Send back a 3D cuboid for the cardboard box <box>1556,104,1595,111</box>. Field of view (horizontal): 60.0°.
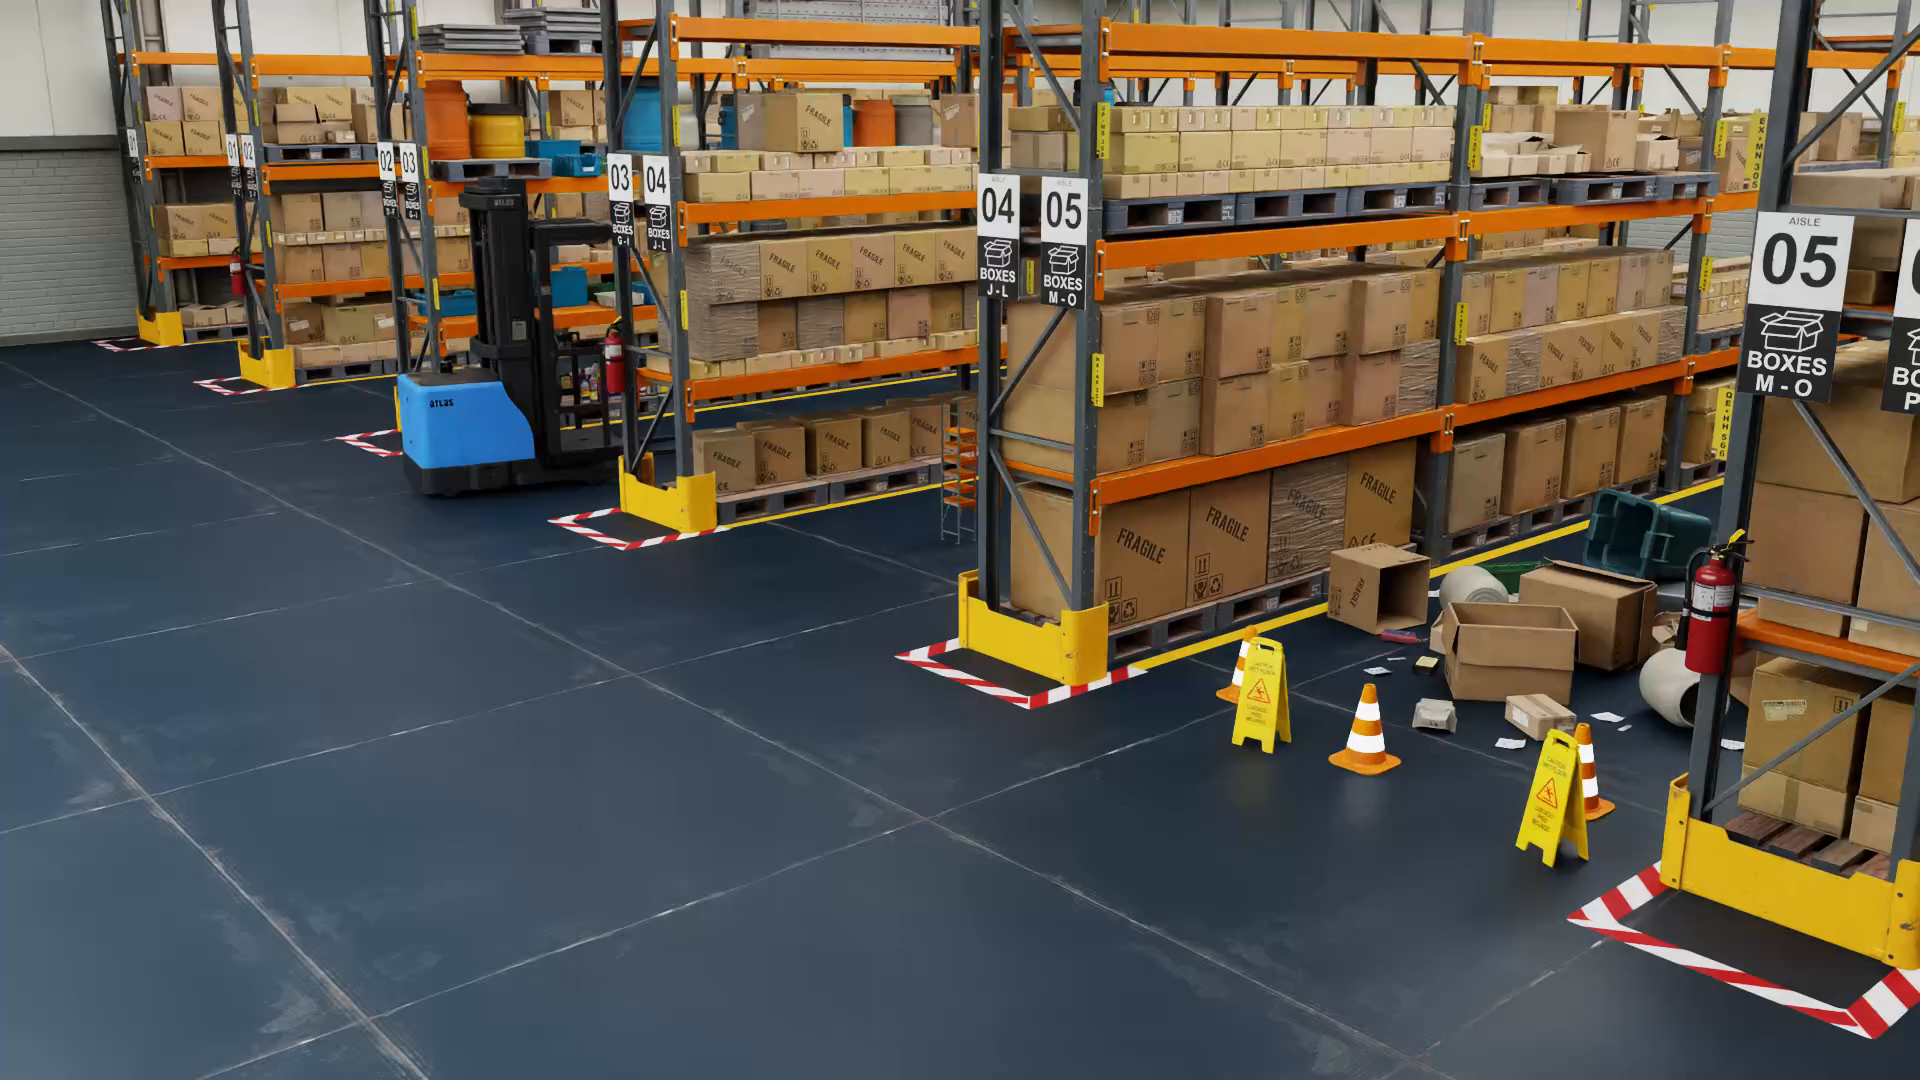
[{"bbox_3d":[8.525,-5.917,23.576,0.500,0.500,0.700,-14,20,-41],"label":"cardboard box"}]

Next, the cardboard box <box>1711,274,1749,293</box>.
[{"bbox_3d":[7.596,-2.542,16.474,0.250,0.149,0.380,-14,20,-42],"label":"cardboard box"}]

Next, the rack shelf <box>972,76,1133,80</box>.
[{"bbox_3d":[1.377,-8.479,29.954,4.000,0.370,1.077,-13,19,-39],"label":"rack shelf"}]

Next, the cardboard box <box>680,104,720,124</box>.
[{"bbox_3d":[-4.919,-7.957,31.369,0.500,0.500,0.700,-13,20,-39],"label":"cardboard box"}]

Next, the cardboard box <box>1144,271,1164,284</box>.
[{"bbox_3d":[1.936,-2.875,18.678,0.500,0.250,0.500,-13,20,-41],"label":"cardboard box"}]

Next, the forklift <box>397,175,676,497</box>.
[{"bbox_3d":[-3.929,-2.072,16.328,3.031,2.935,1.130,-8,17,-27],"label":"forklift"}]

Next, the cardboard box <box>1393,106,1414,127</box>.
[{"bbox_3d":[3.066,-3.078,12.084,0.250,0.149,0.380,-13,20,-39],"label":"cardboard box"}]

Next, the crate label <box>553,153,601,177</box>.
[{"bbox_3d":[-4.306,-4.223,18.722,0.408,0.251,0.502,-13,19,-39],"label":"crate label"}]

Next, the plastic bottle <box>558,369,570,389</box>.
[{"bbox_3d":[-4.761,-1.913,20.009,0.133,0.283,0.061,-12,19,-38],"label":"plastic bottle"}]

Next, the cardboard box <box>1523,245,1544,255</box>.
[{"bbox_3d":[7.660,-3.933,22.877,0.500,0.250,0.500,-12,19,-38],"label":"cardboard box"}]

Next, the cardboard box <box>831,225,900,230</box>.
[{"bbox_3d":[-0.927,-2.785,16.156,0.500,0.500,0.500,-13,19,-39],"label":"cardboard box"}]

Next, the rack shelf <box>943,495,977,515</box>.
[{"bbox_3d":[-0.011,-0.302,14.159,0.180,0.103,0.258,-13,19,-39],"label":"rack shelf"}]

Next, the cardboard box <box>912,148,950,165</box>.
[{"bbox_3d":[-0.307,-3.626,15.716,0.250,0.149,0.380,-13,20,-41],"label":"cardboard box"}]

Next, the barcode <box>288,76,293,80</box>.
[{"bbox_3d":[-10.752,-7.414,26.701,0.075,0.075,0.001,-13,19,-39],"label":"barcode"}]

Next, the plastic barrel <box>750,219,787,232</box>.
[{"bbox_3d":[-2.427,-3.519,20.640,0.708,0.901,0.600,-13,19,-39],"label":"plastic barrel"}]

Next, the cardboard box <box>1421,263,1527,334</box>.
[{"bbox_3d":[4.271,-2.028,13.897,0.500,0.500,0.700,-13,20,-40],"label":"cardboard box"}]

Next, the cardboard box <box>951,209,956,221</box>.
[{"bbox_3d":[0.077,-5.773,29.858,0.500,0.500,0.500,-12,19,-38],"label":"cardboard box"}]

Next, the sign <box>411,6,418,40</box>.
[{"bbox_3d":[-5.577,-5.282,16.993,0.005,0.325,0.100,-13,19,-39],"label":"sign"}]

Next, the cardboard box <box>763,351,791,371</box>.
[{"bbox_3d":[-1.738,-1.633,15.039,0.250,0.149,0.380,-13,19,-39],"label":"cardboard box"}]

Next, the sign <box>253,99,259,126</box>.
[{"bbox_3d":[-8.824,-5.358,20.838,0.005,0.325,0.100,-13,19,-39],"label":"sign"}]

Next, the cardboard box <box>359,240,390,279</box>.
[{"bbox_3d":[-8.052,-3.855,22.678,0.500,0.500,0.700,-12,19,-39],"label":"cardboard box"}]

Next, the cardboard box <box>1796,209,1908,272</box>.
[{"bbox_3d":[4.030,-1.359,7.426,0.500,0.250,0.500,-13,20,-40],"label":"cardboard box"}]

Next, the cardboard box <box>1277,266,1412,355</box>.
[{"bbox_3d":[2.874,-1.746,12.591,0.550,0.550,0.875,-13,19,-39],"label":"cardboard box"}]

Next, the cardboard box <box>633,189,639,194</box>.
[{"bbox_3d":[-5.870,-6.472,30.406,0.500,0.250,0.500,-12,19,-38],"label":"cardboard box"}]

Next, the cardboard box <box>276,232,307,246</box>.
[{"bbox_3d":[-8.747,-3.944,21.752,0.250,0.149,0.380,-13,20,-40],"label":"cardboard box"}]

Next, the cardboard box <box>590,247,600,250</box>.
[{"bbox_3d":[-5.624,-4.355,25.002,0.258,0.266,0.396,-13,20,-41],"label":"cardboard box"}]

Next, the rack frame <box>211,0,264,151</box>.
[{"bbox_3d":[-9.184,-6.456,20.982,0.127,3.000,1.000,-13,19,-39],"label":"rack frame"}]

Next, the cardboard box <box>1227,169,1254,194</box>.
[{"bbox_3d":[1.726,-2.392,11.058,0.250,0.149,0.380,-13,19,-39],"label":"cardboard box"}]

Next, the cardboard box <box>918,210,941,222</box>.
[{"bbox_3d":[-0.636,-5.805,29.162,0.700,0.500,0.500,8,17,28],"label":"cardboard box"}]

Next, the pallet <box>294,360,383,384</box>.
[{"bbox_3d":[-8.635,-2.348,22.632,1.213,0.211,1.003,-13,19,-39],"label":"pallet"}]

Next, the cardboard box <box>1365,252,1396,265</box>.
[{"bbox_3d":[5.047,-3.321,20.677,0.500,0.500,0.500,-13,19,-39],"label":"cardboard box"}]

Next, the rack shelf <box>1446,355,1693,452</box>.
[{"bbox_3d":[5.022,-1.315,14.753,4.000,0.370,1.077,-13,19,-39],"label":"rack shelf"}]

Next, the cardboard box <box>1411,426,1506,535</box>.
[{"bbox_3d":[3.922,-0.562,14.087,0.750,0.750,1.050,-13,20,-40],"label":"cardboard box"}]

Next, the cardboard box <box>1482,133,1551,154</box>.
[{"bbox_3d":[4.691,-3.320,14.221,0.500,0.311,0.500,-14,20,-41],"label":"cardboard box"}]

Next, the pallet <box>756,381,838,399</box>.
[{"bbox_3d":[-2.351,-2.064,21.567,1.213,0.211,1.003,-13,19,-39],"label":"pallet"}]

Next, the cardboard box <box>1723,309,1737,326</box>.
[{"bbox_3d":[7.406,-2.210,16.385,0.250,0.149,0.380,-11,19,-37],"label":"cardboard box"}]

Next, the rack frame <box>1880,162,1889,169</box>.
[{"bbox_3d":[9.548,-2.679,18.465,0.127,3.000,1.000,-13,19,-39],"label":"rack frame"}]

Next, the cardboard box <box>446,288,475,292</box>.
[{"bbox_3d":[-7.094,-3.368,24.108,0.500,0.500,0.500,-13,19,-39],"label":"cardboard box"}]

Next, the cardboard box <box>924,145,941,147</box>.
[{"bbox_3d":[-0.270,-3.822,16.452,0.250,0.149,0.380,-14,20,-42],"label":"cardboard box"}]

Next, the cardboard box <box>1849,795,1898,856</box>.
[{"bbox_3d":[4.611,1.344,7.922,0.500,0.250,0.500,-13,20,-40],"label":"cardboard box"}]

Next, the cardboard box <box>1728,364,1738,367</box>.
[{"bbox_3d":[8.030,-1.786,17.701,0.500,0.250,0.500,-12,19,-37],"label":"cardboard box"}]

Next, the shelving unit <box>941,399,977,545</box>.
[{"bbox_3d":[-0.011,-0.577,14.086,0.189,1.200,0.258,-13,19,-39],"label":"shelving unit"}]

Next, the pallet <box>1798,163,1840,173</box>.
[{"bbox_3d":[8.232,-3.777,17.129,1.003,0.211,1.213,-13,19,-39],"label":"pallet"}]

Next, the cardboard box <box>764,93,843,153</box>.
[{"bbox_3d":[-1.387,-3.710,14.776,0.500,0.500,0.500,-13,20,-40],"label":"cardboard box"}]

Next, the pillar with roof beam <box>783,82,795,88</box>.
[{"bbox_3d":[-0.600,-8.902,30.138,0.400,9.000,9.100,-13,19,-39],"label":"pillar with roof beam"}]

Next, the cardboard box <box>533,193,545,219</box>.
[{"bbox_3d":[-7.677,-5.841,29.257,0.500,0.500,0.700,-13,19,-39],"label":"cardboard box"}]

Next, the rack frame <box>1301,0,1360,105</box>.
[{"bbox_3d":[6.135,-8.202,27.517,0.127,3.000,1.000,-13,19,-39],"label":"rack frame"}]

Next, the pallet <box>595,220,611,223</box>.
[{"bbox_3d":[-6.871,-5.642,29.933,1.003,0.211,1.213,-13,19,-39],"label":"pallet"}]

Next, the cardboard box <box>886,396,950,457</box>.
[{"bbox_3d":[-0.422,-1.143,16.746,0.500,0.500,0.500,-6,16,-22],"label":"cardboard box"}]

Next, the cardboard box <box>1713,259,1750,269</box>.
[{"bbox_3d":[8.358,-2.937,17.954,0.250,0.149,0.380,-13,20,-40],"label":"cardboard box"}]

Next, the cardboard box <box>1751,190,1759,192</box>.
[{"bbox_3d":[7.509,-3.630,16.019,0.500,0.500,0.500,-13,19,-39],"label":"cardboard box"}]

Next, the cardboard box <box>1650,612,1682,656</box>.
[{"bbox_3d":[4.815,0.664,11.249,0.258,0.266,0.396,2,15,9],"label":"cardboard box"}]

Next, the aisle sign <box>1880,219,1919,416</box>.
[{"bbox_3d":[3.978,-0.884,6.711,0.004,0.787,0.394,-13,19,-39],"label":"aisle sign"}]
